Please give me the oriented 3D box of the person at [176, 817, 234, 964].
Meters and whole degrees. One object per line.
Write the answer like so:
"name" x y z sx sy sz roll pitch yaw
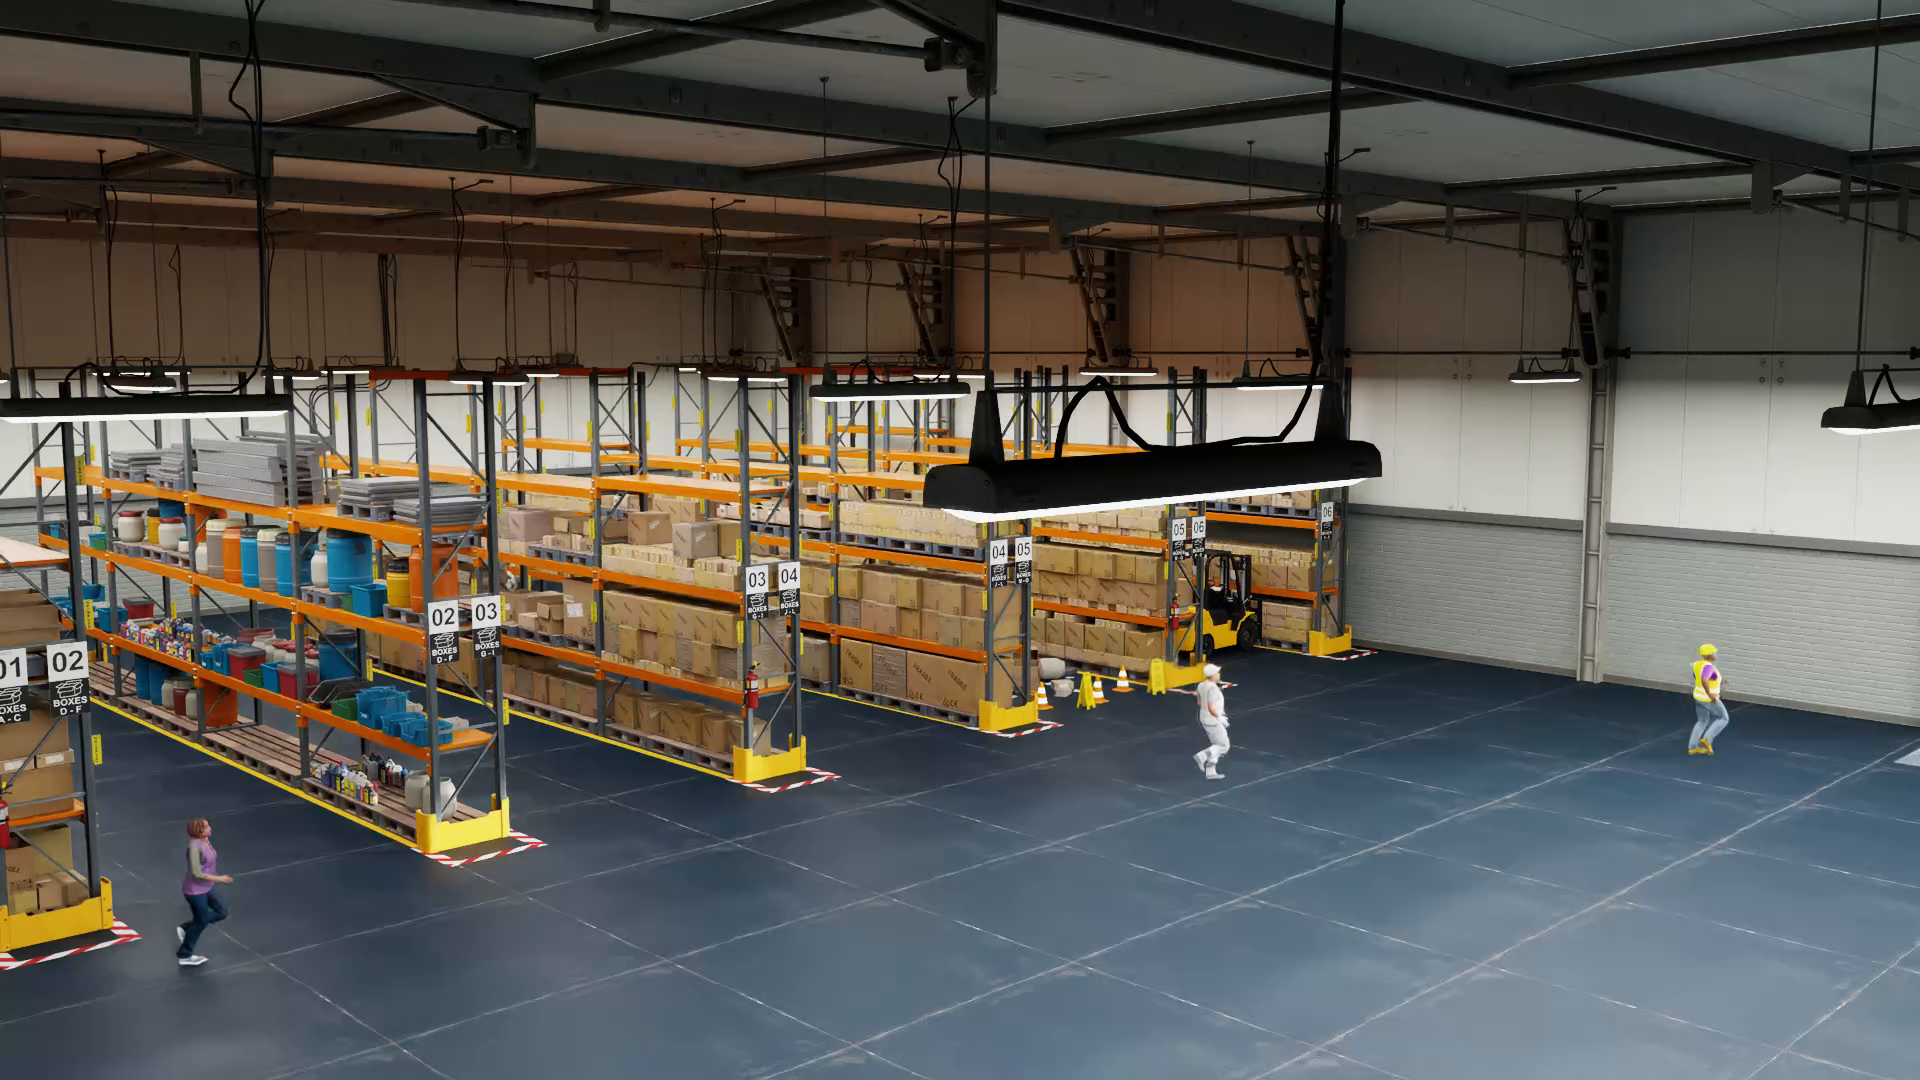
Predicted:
"person" -7.831 3.618 17.242 0.600 1.551 0.565 -1 7 -10

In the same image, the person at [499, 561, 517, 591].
"person" -10.135 1.310 36.798 0.677 1.797 0.899 -4 8 -33

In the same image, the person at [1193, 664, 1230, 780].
"person" 3.705 2.694 24.633 0.606 1.738 0.657 -2 7 -14

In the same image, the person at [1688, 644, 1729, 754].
"person" 11.790 2.501 26.173 0.662 1.737 0.691 -1 7 -9
